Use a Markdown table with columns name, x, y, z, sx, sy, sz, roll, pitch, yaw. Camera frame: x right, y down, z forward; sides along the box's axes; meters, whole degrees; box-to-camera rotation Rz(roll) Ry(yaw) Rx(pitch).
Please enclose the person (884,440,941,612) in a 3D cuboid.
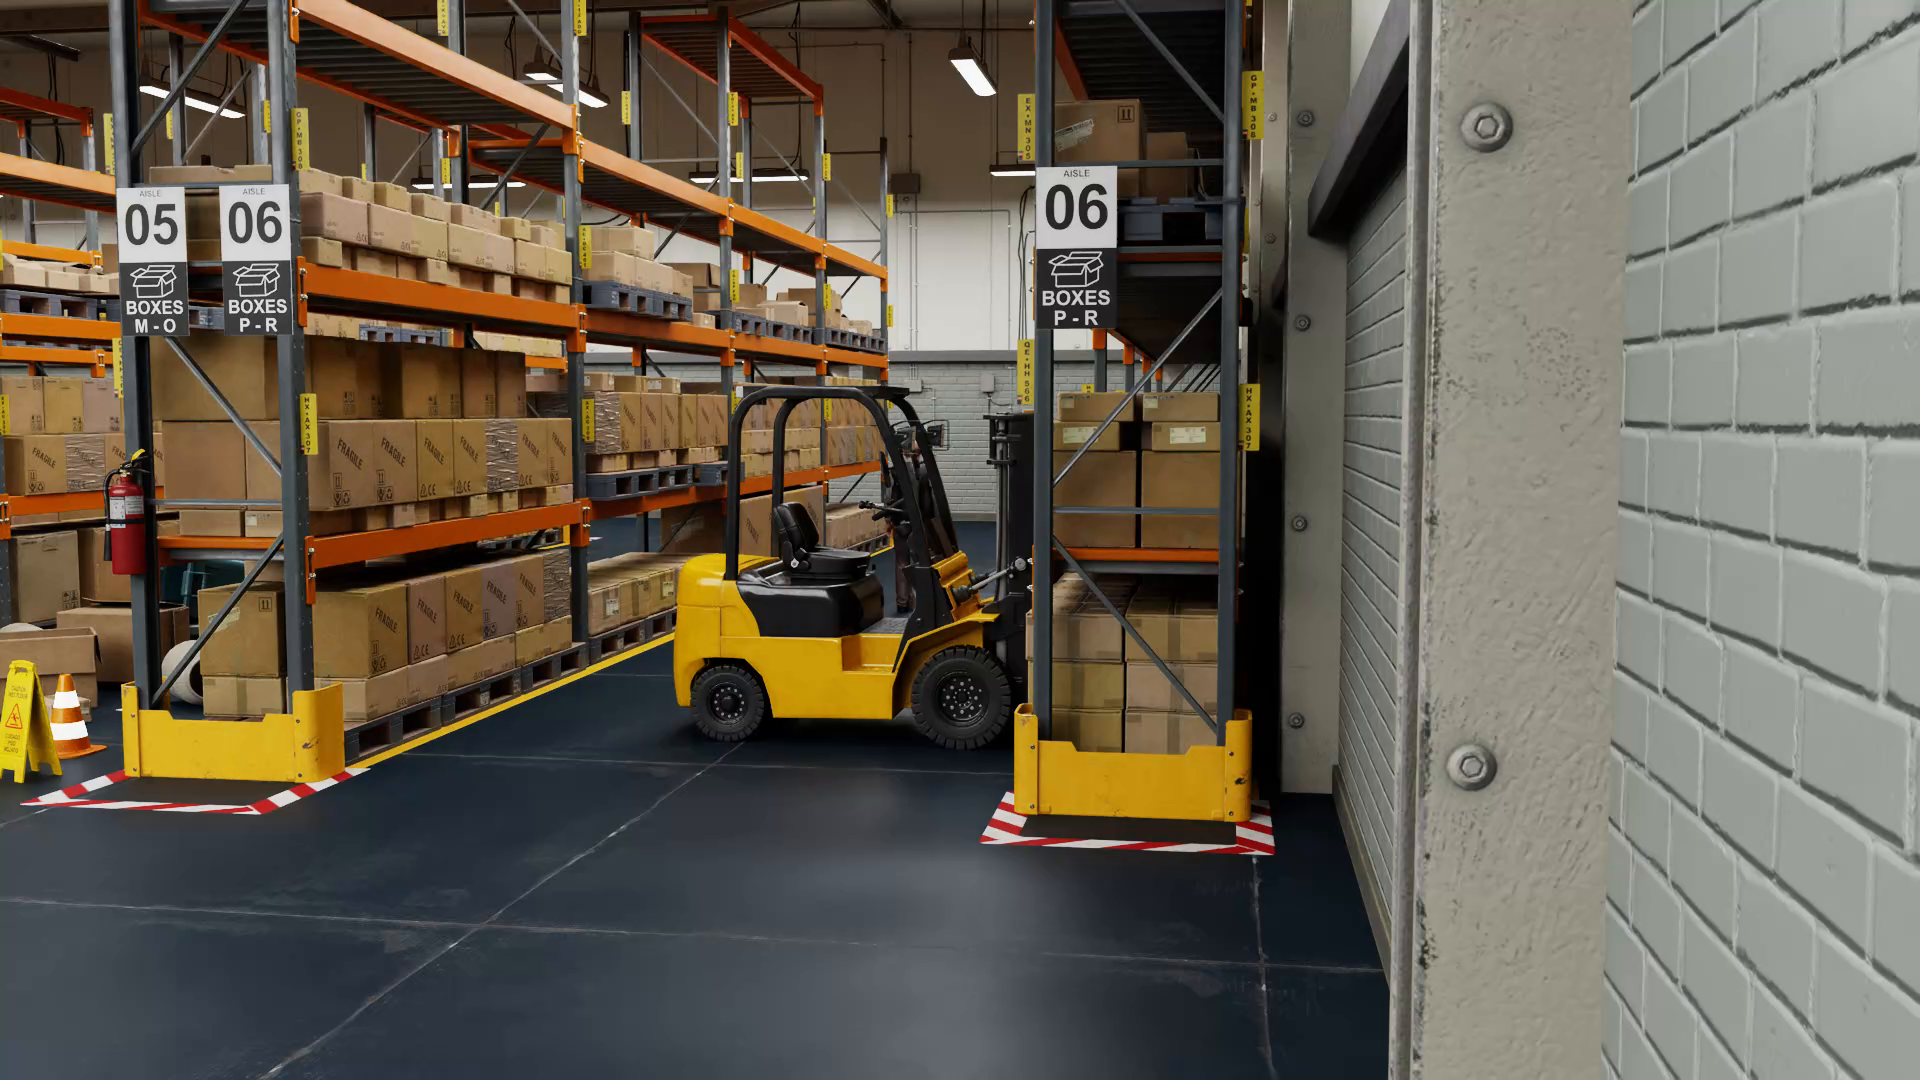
| name | x | y | z | sx | sy | sz | roll | pitch | yaw |
| --- | --- | --- | --- | --- | --- | --- | --- | --- | --- |
| person | -0.467 | -0.141 | 16.603 | 0.589 | 1.721 | 0.414 | 1 | 4 | 7 |
